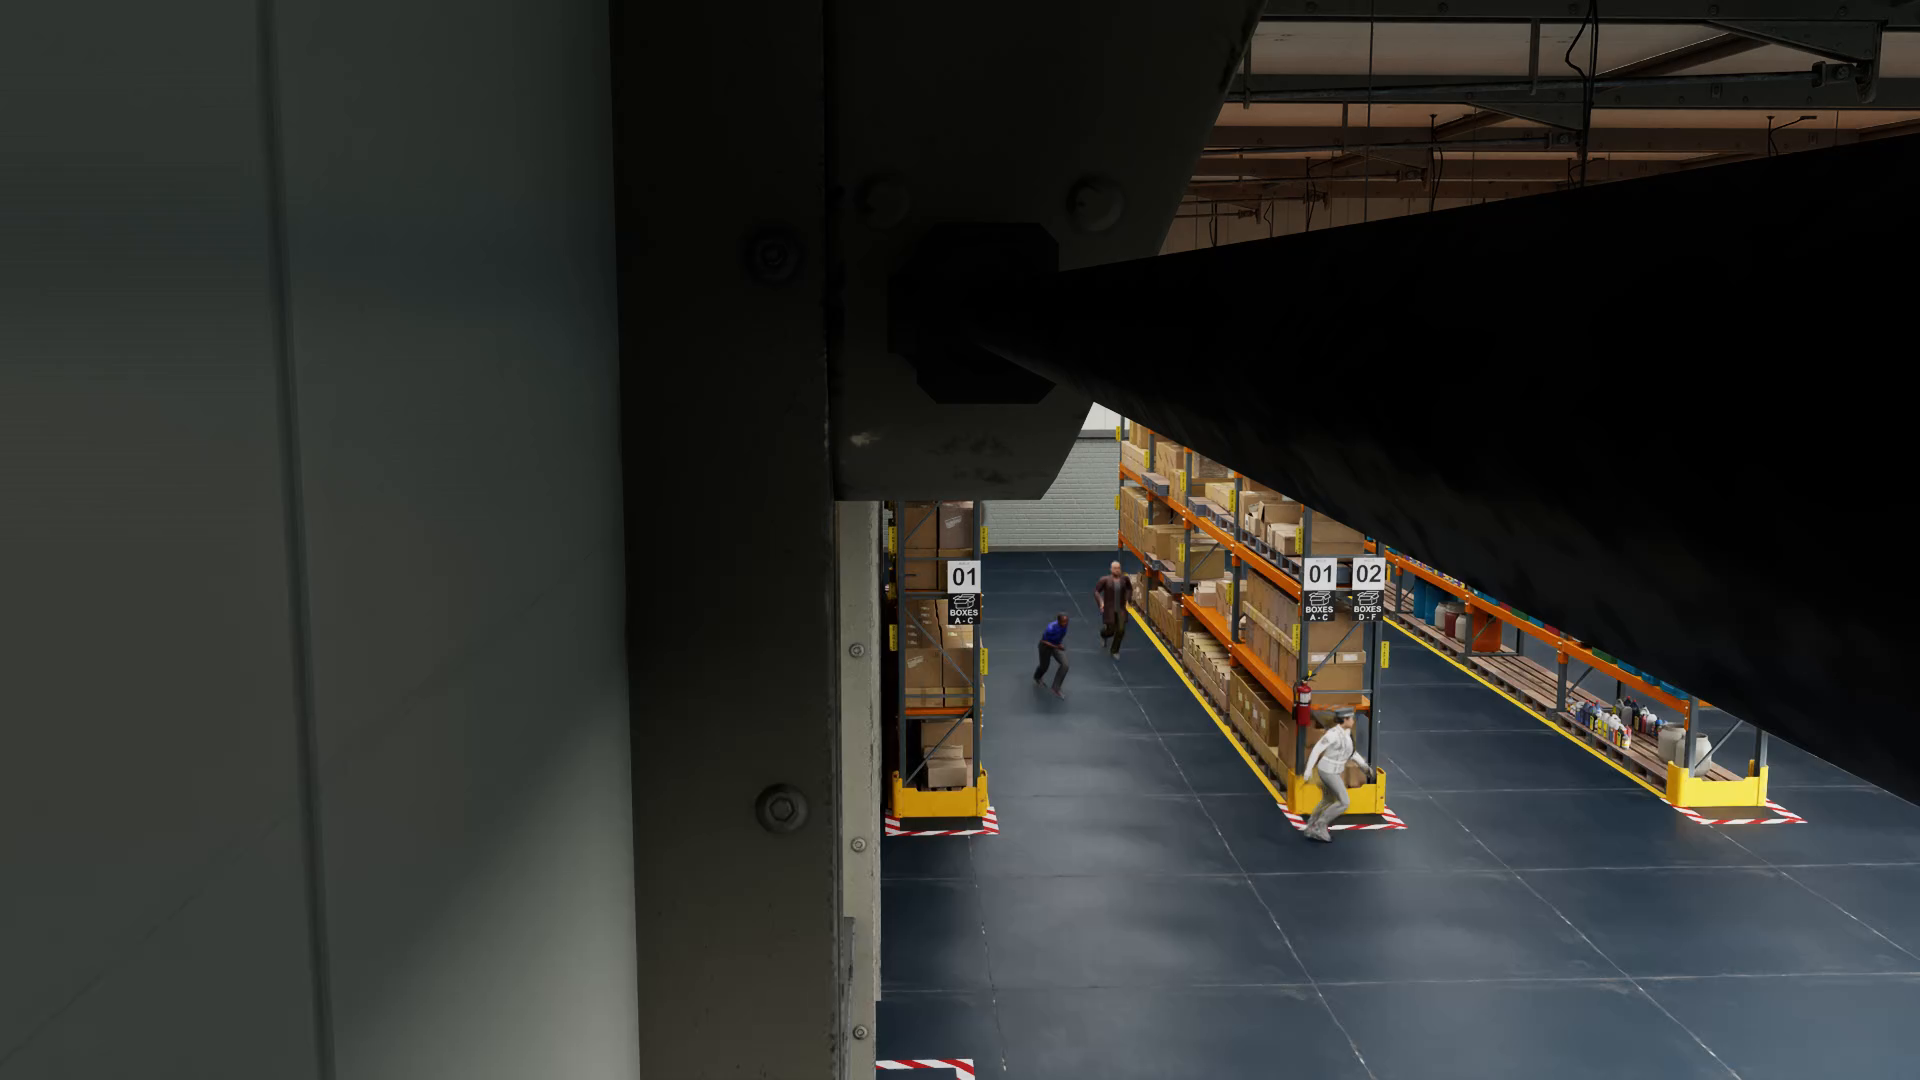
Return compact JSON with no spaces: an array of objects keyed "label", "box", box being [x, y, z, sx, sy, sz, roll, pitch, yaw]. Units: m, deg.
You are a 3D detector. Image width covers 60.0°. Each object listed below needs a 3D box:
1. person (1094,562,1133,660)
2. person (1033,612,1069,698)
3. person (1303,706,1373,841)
[{"label":"person","box":[2.739,1.230,29.679,0.728,1.734,0.721,-2,8,-14]},{"label":"person","box":[1.430,1.832,26.875,0.563,1.370,1.095,-5,10,-30]},{"label":"person","box":[4.432,2.732,19.476,0.735,1.619,0.593,4,9,28]}]
